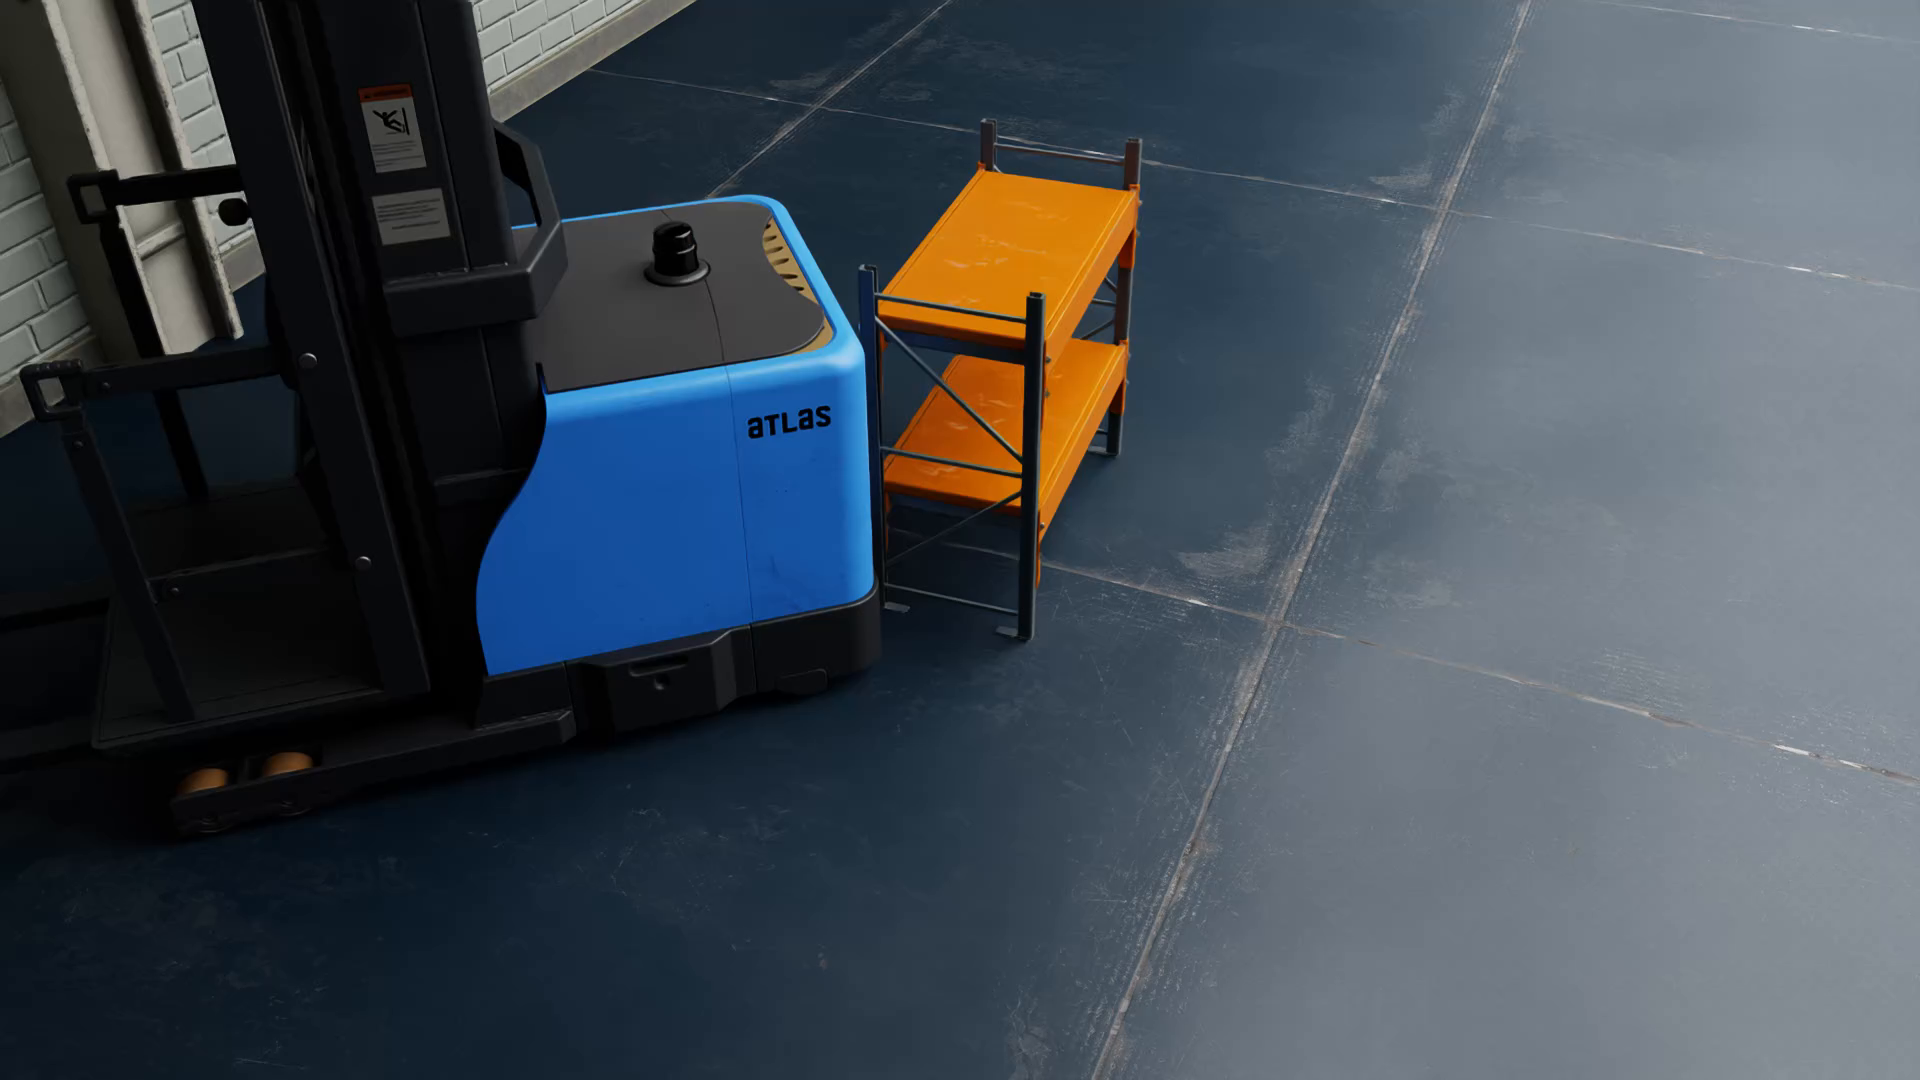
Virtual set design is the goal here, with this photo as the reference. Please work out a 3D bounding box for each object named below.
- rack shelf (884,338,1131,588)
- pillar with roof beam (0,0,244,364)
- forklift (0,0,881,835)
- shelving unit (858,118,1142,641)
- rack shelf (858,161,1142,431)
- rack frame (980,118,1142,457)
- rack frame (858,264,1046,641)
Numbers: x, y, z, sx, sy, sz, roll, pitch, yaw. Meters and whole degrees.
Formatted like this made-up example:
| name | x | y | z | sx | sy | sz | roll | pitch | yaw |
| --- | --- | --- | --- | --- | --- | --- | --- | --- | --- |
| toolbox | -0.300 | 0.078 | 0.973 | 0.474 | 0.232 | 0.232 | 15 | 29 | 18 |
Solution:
| name | x | y | z | sx | sy | sz | roll | pitch | yaw |
| --- | --- | --- | --- | --- | --- | --- | --- | --- | --- |
| rack shelf | 0.140 | -0.304 | 5.125 | 0.538 | 0.278 | 1.000 | 12 | 38 | 15 |
| pillar with roof beam | 1.057 | -3.333 | 2.192 | 9.100 | 9.000 | 0.400 | 14 | 39 | 18 |
| forklift | -1.798 | -0.781 | 3.847 | 3.031 | 2.935 | 1.130 | -11 | 38 | -14 |
| shelving unit | 0.140 | -0.500 | 4.979 | 0.538 | 1.125 | 1.048 | 12 | 38 | 15 |
| rack shelf | 0.140 | -0.734 | 4.804 | 0.538 | 0.278 | 1.000 | 12 | 38 | 15 |
| rack frame | 0.304 | -0.788 | 5.364 | 0.500 | 1.125 | 0.032 | 12 | 38 | 15 |
| rack frame | -0.024 | -0.212 | 4.594 | 0.500 | 1.125 | 0.032 | 12 | 38 | 15 |
